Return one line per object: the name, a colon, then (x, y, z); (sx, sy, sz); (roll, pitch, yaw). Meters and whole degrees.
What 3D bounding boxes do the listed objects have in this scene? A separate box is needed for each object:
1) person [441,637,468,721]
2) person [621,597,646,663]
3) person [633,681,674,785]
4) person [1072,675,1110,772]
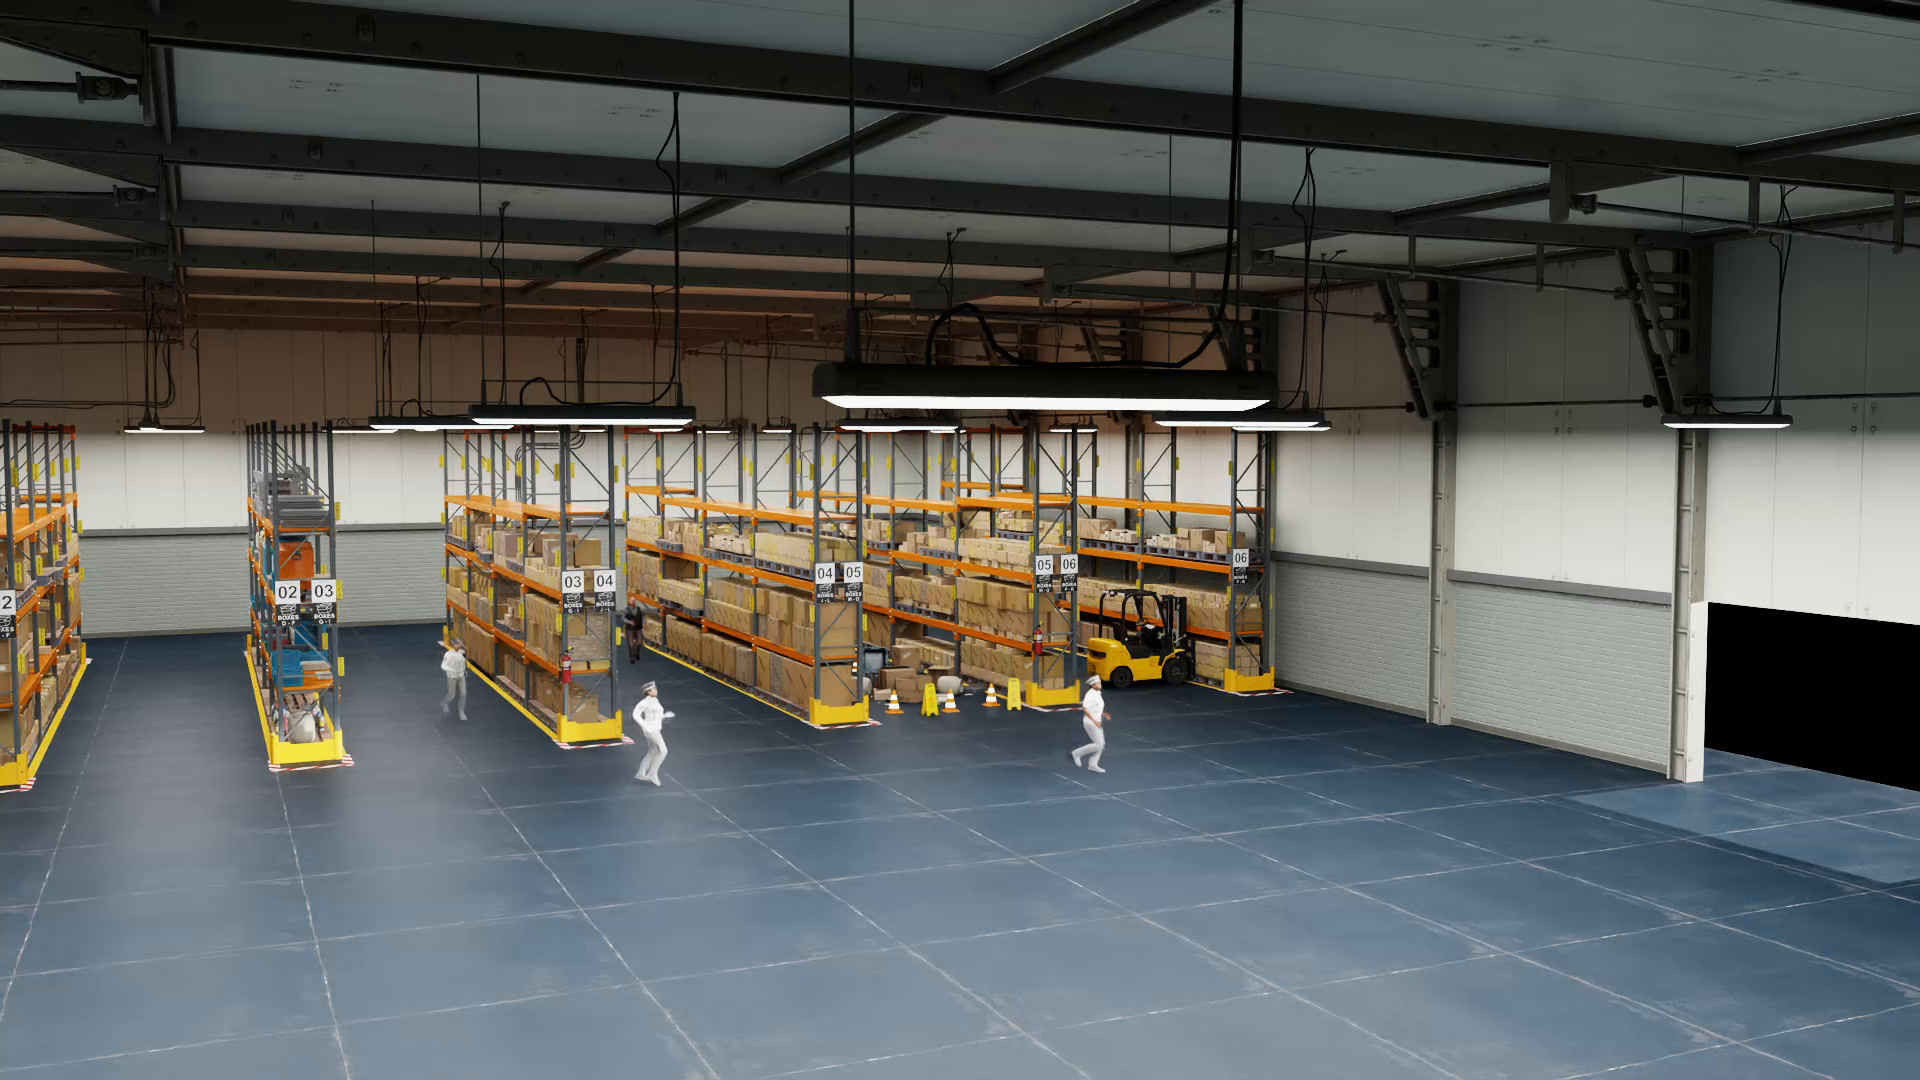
person: (-10.228, 2.780, 33.677); (0.600, 1.676, 0.892); (-3, 5, -41)
person: (-8.170, 2.268, 41.734); (0.645, 1.681, 0.592); (-1, 4, -20)
person: (-5.026, 3.174, 27.349); (0.639, 1.727, 0.592); (0, 4, 6)
person: (2.249, 3.124, 28.426); (0.605, 1.676, 0.574); (1, 4, 17)
